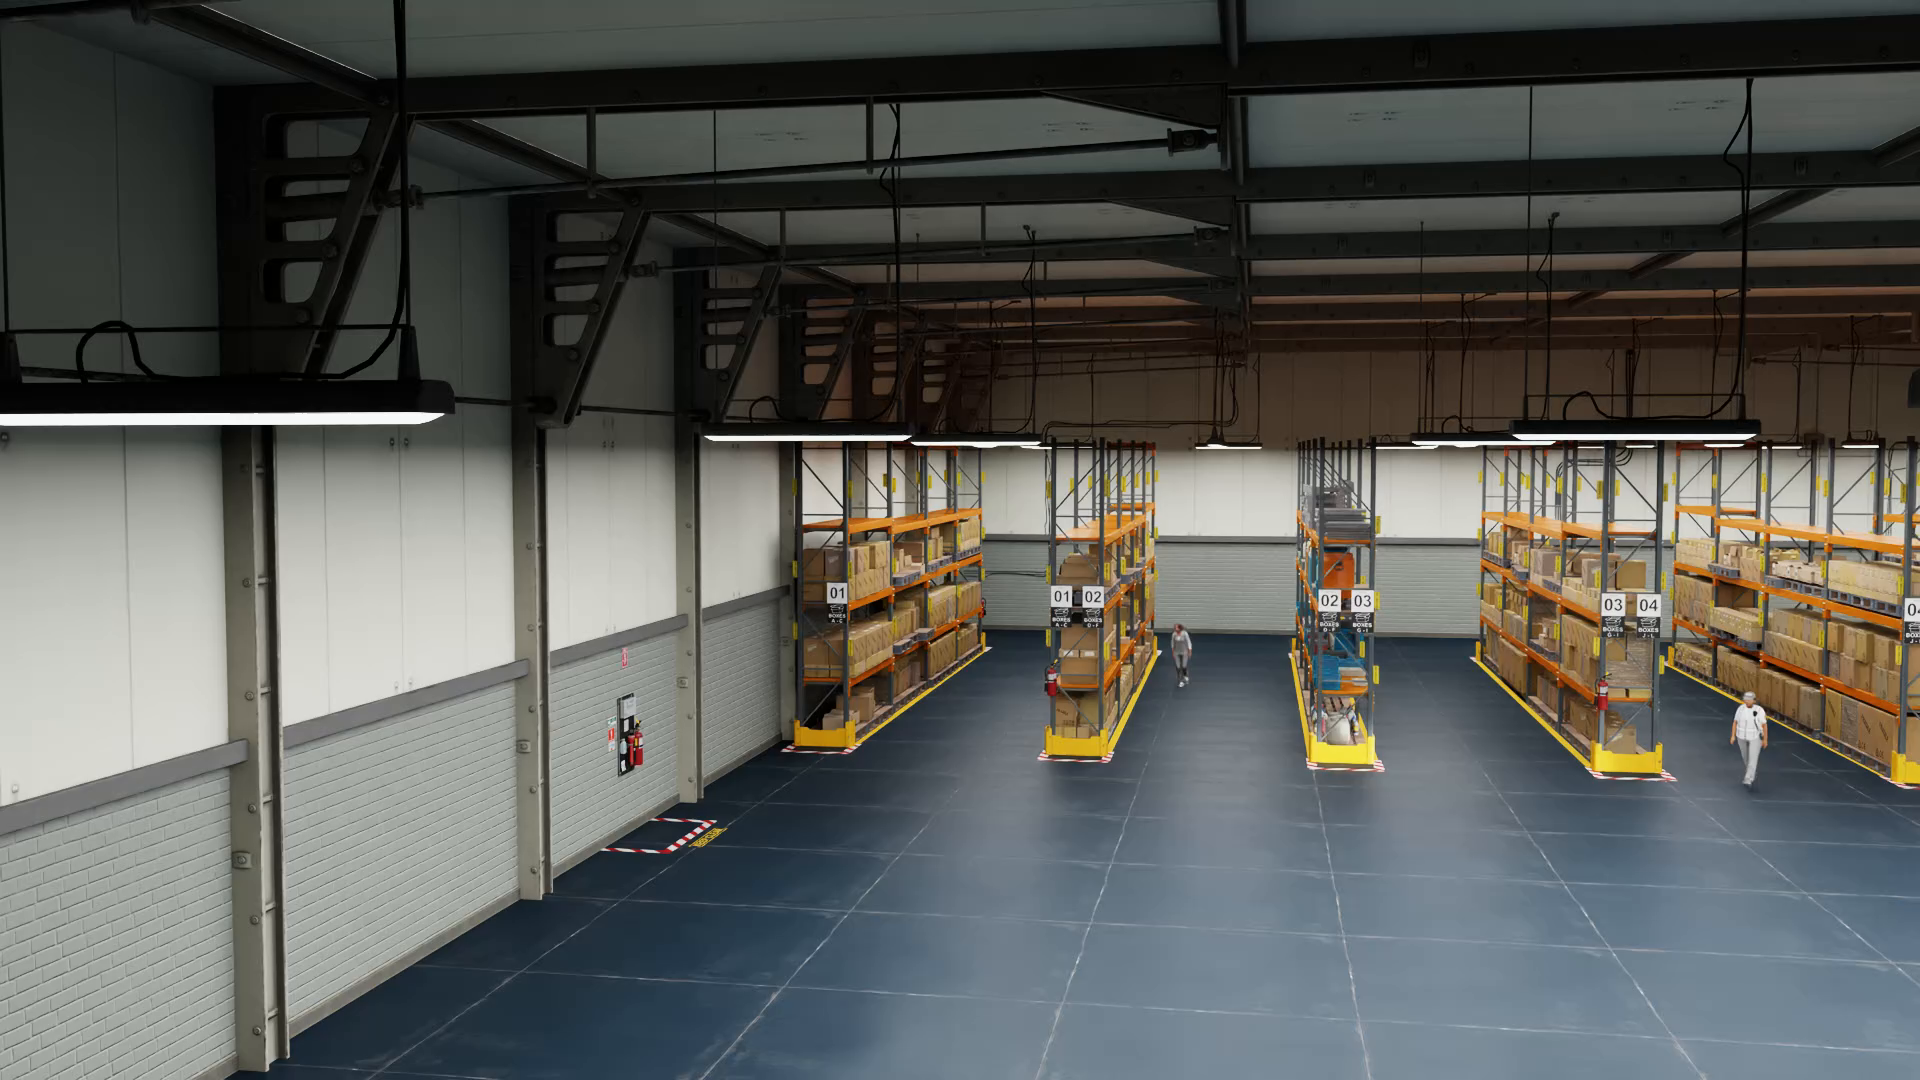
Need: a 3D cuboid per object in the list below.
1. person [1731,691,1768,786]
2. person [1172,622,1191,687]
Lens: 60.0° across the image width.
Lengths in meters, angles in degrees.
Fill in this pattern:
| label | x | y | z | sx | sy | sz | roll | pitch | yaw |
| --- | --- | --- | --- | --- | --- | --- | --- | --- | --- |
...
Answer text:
| label | x | y | z | sx | sy | sz | roll | pitch | yaw |
| --- | --- | --- | --- | --- | --- | --- | --- | --- | --- |
| person | 13.477 | 3.394 | 28.462 | 1.049 | 1.603 | 0.507 | -3 | 4 | -41 |
| person | 5.417 | 2.792 | 40.628 | 0.499 | 1.578 | 0.456 | 1 | 3 | 24 |
